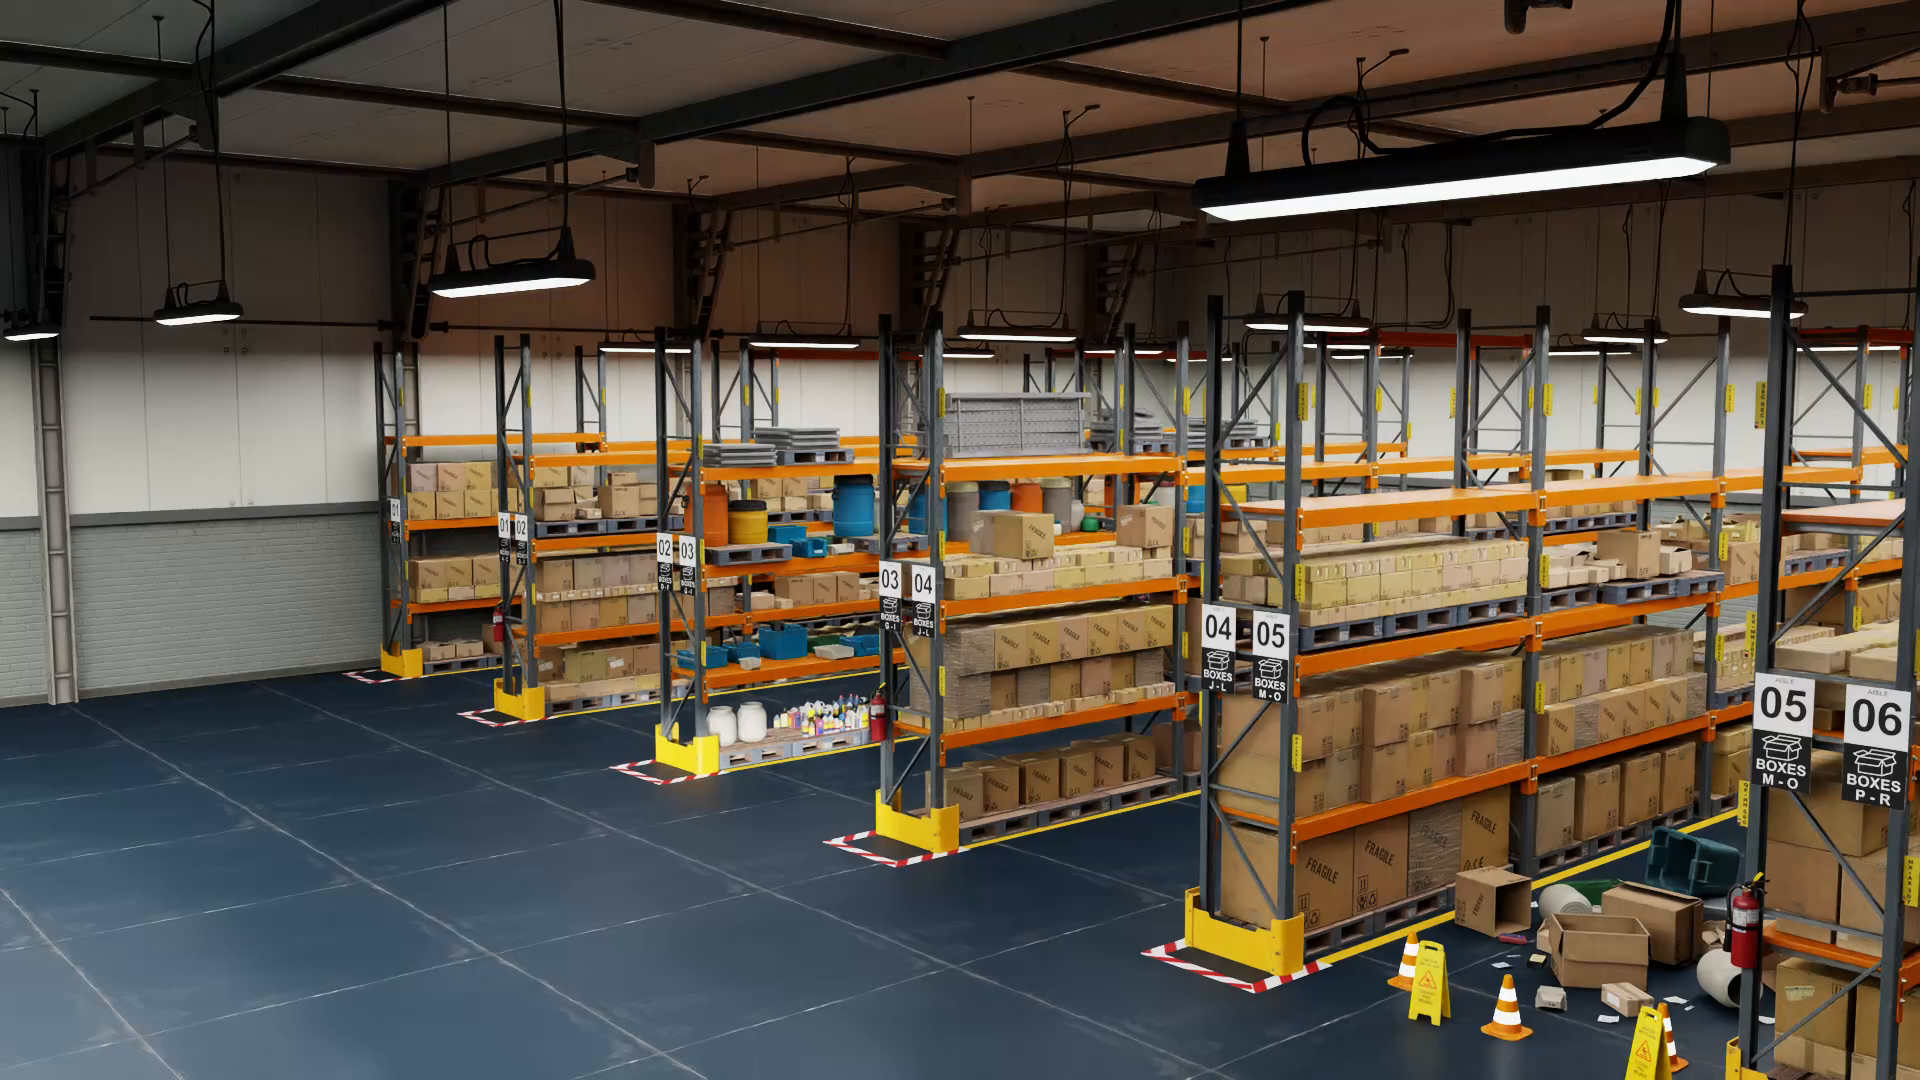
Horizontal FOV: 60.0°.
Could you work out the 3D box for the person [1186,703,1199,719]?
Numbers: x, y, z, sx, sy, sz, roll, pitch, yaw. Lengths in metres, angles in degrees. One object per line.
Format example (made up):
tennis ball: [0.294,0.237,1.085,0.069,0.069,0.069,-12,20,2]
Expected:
person: [3.465,1.997,25.269,0.548,1.753,0.575,-4,7,-39]
